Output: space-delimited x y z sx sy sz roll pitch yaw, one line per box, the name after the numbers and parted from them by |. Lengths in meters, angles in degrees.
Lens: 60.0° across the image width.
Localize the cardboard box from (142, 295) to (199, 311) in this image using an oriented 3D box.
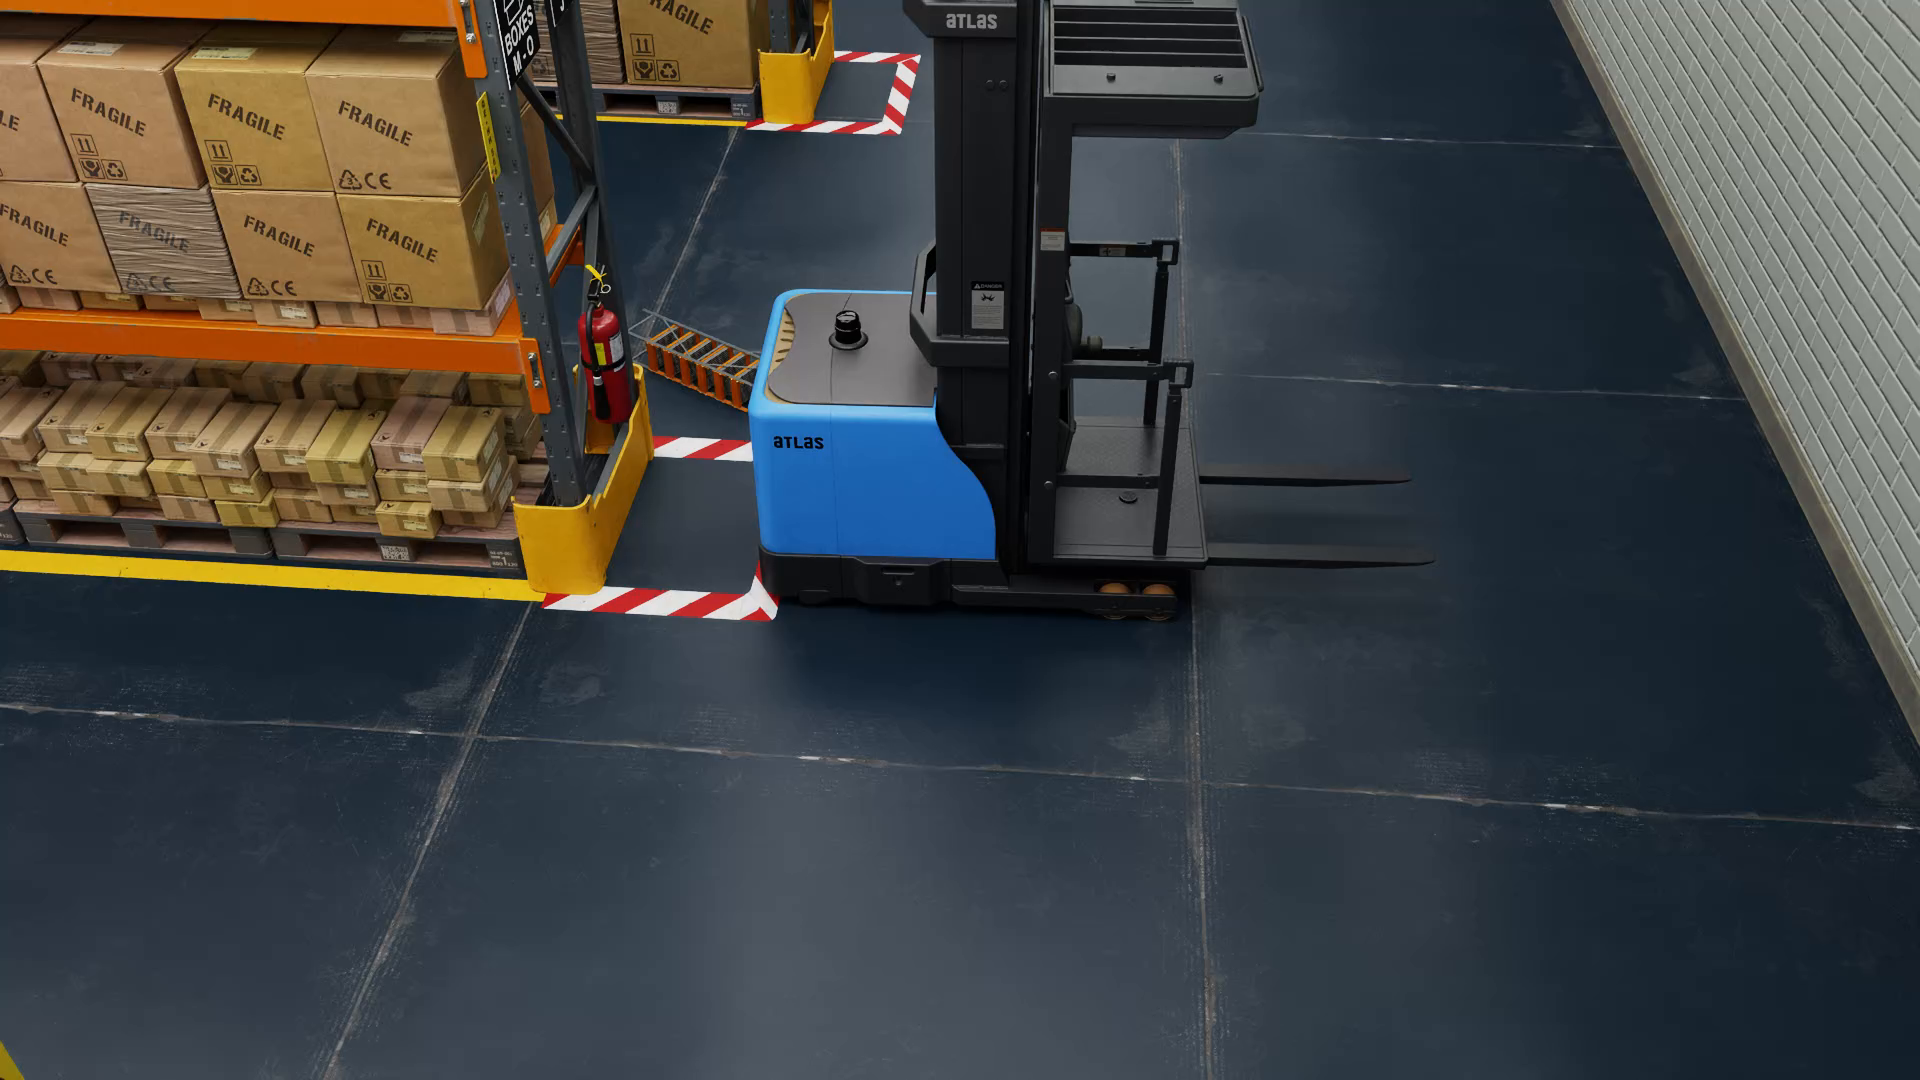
-3.320 -1.148 7.154 0.250 0.149 0.380 2 39 2 | cardboard box

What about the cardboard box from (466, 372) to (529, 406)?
-2.187 -0.810 7.994 0.250 0.149 0.380 1 39 2 | cardboard box

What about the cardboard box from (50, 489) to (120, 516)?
-4.048 -0.288 7.824 0.250 0.149 0.380 2 39 3 | cardboard box

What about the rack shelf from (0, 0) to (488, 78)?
-3.687 -2.273 6.531 4.000 0.370 1.077 3 39 4 | rack shelf

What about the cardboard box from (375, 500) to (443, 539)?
-2.502 -0.185 7.697 0.250 0.149 0.380 4 39 5 | cardboard box

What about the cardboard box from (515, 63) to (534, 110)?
-2.119 -2.013 6.911 0.500 0.500 0.500 3 39 4 | cardboard box

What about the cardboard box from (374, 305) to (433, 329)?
-2.288 -1.060 7.045 0.250 0.149 0.380 3 39 4 | cardboard box

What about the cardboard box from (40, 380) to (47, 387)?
-4.558 -0.767 8.177 0.250 0.149 0.380 3 39 4 | cardboard box

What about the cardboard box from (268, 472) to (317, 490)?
-3.022 -0.408 7.736 0.250 0.149 0.380 3 39 3 | cardboard box

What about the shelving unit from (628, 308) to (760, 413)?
-1.324 -0.926 8.905 1.200 0.189 0.258 24 45 27 | shelving unit

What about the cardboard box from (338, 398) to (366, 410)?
-2.960 -0.733 8.135 0.250 0.149 0.380 4 39 5 | cardboard box

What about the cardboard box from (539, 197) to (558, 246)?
-1.989 -1.406 7.471 0.250 0.149 0.380 3 39 3 | cardboard box

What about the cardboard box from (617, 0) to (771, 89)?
-1.811 -3.717 11.462 0.875 0.875 0.875 3 39 4 | cardboard box

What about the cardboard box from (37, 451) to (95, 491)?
-4.054 -0.402 7.728 0.250 0.149 0.380 3 39 3 | cardboard box

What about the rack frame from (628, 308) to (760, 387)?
-1.324 -0.997 8.847 1.200 0.006 0.240 24 45 27 | rack frame

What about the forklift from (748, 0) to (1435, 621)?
0.630 -1.120 6.974 3.031 2.935 1.130 2 39 2 | forklift

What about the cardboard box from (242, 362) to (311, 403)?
-3.242 -0.826 8.014 0.250 0.149 0.380 5 39 6 | cardboard box

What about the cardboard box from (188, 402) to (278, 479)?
-3.283 -0.455 7.558 0.250 0.149 0.380 5 39 6 | cardboard box

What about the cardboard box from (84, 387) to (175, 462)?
-3.800 -0.535 7.657 0.250 0.149 0.380 3 39 4 | cardboard box

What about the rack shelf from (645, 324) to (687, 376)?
-1.582 -1.041 9.047 0.103 0.180 0.258 24 45 27 | rack shelf

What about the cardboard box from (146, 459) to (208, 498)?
-3.534 -0.375 7.695 0.250 0.149 0.380 5 39 6 | cardboard box

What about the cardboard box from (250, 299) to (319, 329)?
-2.796 -1.063 7.049 0.250 0.149 0.380 4 39 5 | cardboard box

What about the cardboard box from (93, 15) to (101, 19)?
-3.647 -2.105 7.023 0.500 0.500 0.500 2 39 2 | cardboard box

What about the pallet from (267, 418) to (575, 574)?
-2.577 -0.269 8.084 1.213 0.211 1.003 3 39 4 | pallet

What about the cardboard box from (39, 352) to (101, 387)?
-4.267 -0.912 8.119 0.250 0.149 0.380 1 39 2 | cardboard box

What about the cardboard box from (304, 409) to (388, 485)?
-2.758 -0.421 7.516 0.250 0.149 0.380 2 39 3 | cardboard box

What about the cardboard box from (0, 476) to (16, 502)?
-4.570 -0.355 7.907 0.250 0.149 0.380 2 39 3 | cardboard box

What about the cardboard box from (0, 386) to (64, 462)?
-4.321 -0.536 7.658 0.250 0.149 0.380 4 39 5 | cardboard box

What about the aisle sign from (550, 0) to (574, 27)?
-1.596 -2.473 6.523 0.004 0.787 0.394 3 39 4 | aisle sign

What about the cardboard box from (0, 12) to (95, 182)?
-3.723 -1.767 6.609 0.500 0.500 0.500 2 39 2 | cardboard box

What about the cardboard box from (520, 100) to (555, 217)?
-2.118 -1.632 7.235 0.500 0.500 0.500 5 39 6 | cardboard box

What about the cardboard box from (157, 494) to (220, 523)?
-3.535 -0.261 7.790 0.250 0.149 0.380 4 39 5 | cardboard box

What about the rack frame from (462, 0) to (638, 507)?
-1.695 -1.280 7.117 0.127 3.000 1.000 3 39 4 | rack frame

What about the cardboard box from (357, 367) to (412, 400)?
-2.712 -0.844 8.035 0.250 0.149 0.380 3 39 4 | cardboard box

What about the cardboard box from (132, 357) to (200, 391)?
-3.759 -0.823 8.010 0.250 0.149 0.380 3 39 4 | cardboard box

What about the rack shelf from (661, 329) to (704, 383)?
-1.484 -0.998 8.993 0.103 0.180 0.258 24 45 27 | rack shelf

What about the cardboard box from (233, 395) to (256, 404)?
-3.506 -0.676 8.065 0.250 0.149 0.380 5 39 6 | cardboard box

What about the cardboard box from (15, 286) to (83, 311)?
-3.838 -1.153 7.159 0.250 0.149 0.380 5 39 6 | cardboard box

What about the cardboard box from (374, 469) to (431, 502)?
-2.501 -0.350 7.664 0.250 0.149 0.380 2 39 3 | cardboard box

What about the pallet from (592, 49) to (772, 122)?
-1.969 -3.307 11.816 1.213 0.211 1.003 3 39 4 | pallet

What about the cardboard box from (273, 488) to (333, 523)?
-3.005 -0.259 7.788 0.250 0.149 0.380 4 39 4 | cardboard box

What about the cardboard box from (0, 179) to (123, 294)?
-3.679 -1.383 6.929 0.500 0.500 0.500 5 39 6 | cardboard box

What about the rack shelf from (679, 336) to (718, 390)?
-1.386 -0.954 8.939 0.103 0.180 0.258 24 45 27 | rack shelf

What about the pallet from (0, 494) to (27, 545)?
-5.008 -0.402 8.247 1.213 0.211 1.003 3 39 4 | pallet

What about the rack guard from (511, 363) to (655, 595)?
-1.770 -0.315 7.911 0.348 0.500 1.175 3 39 4 | rack guard

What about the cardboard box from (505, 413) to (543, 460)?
-2.189 -0.567 8.167 0.250 0.149 0.380 4 39 5 | cardboard box

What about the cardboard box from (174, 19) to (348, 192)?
-2.677 -1.718 6.548 0.500 0.500 0.500 2 39 2 | cardboard box

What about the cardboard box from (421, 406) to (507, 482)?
-2.244 -0.437 7.536 0.250 0.149 0.380 4 39 4 | cardboard box

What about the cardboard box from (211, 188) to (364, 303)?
-2.677 -1.328 6.861 0.500 0.500 0.500 3 39 3 | cardboard box

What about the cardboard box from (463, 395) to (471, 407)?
-2.462 -0.693 8.086 0.250 0.149 0.380 3 39 4 | cardboard box
